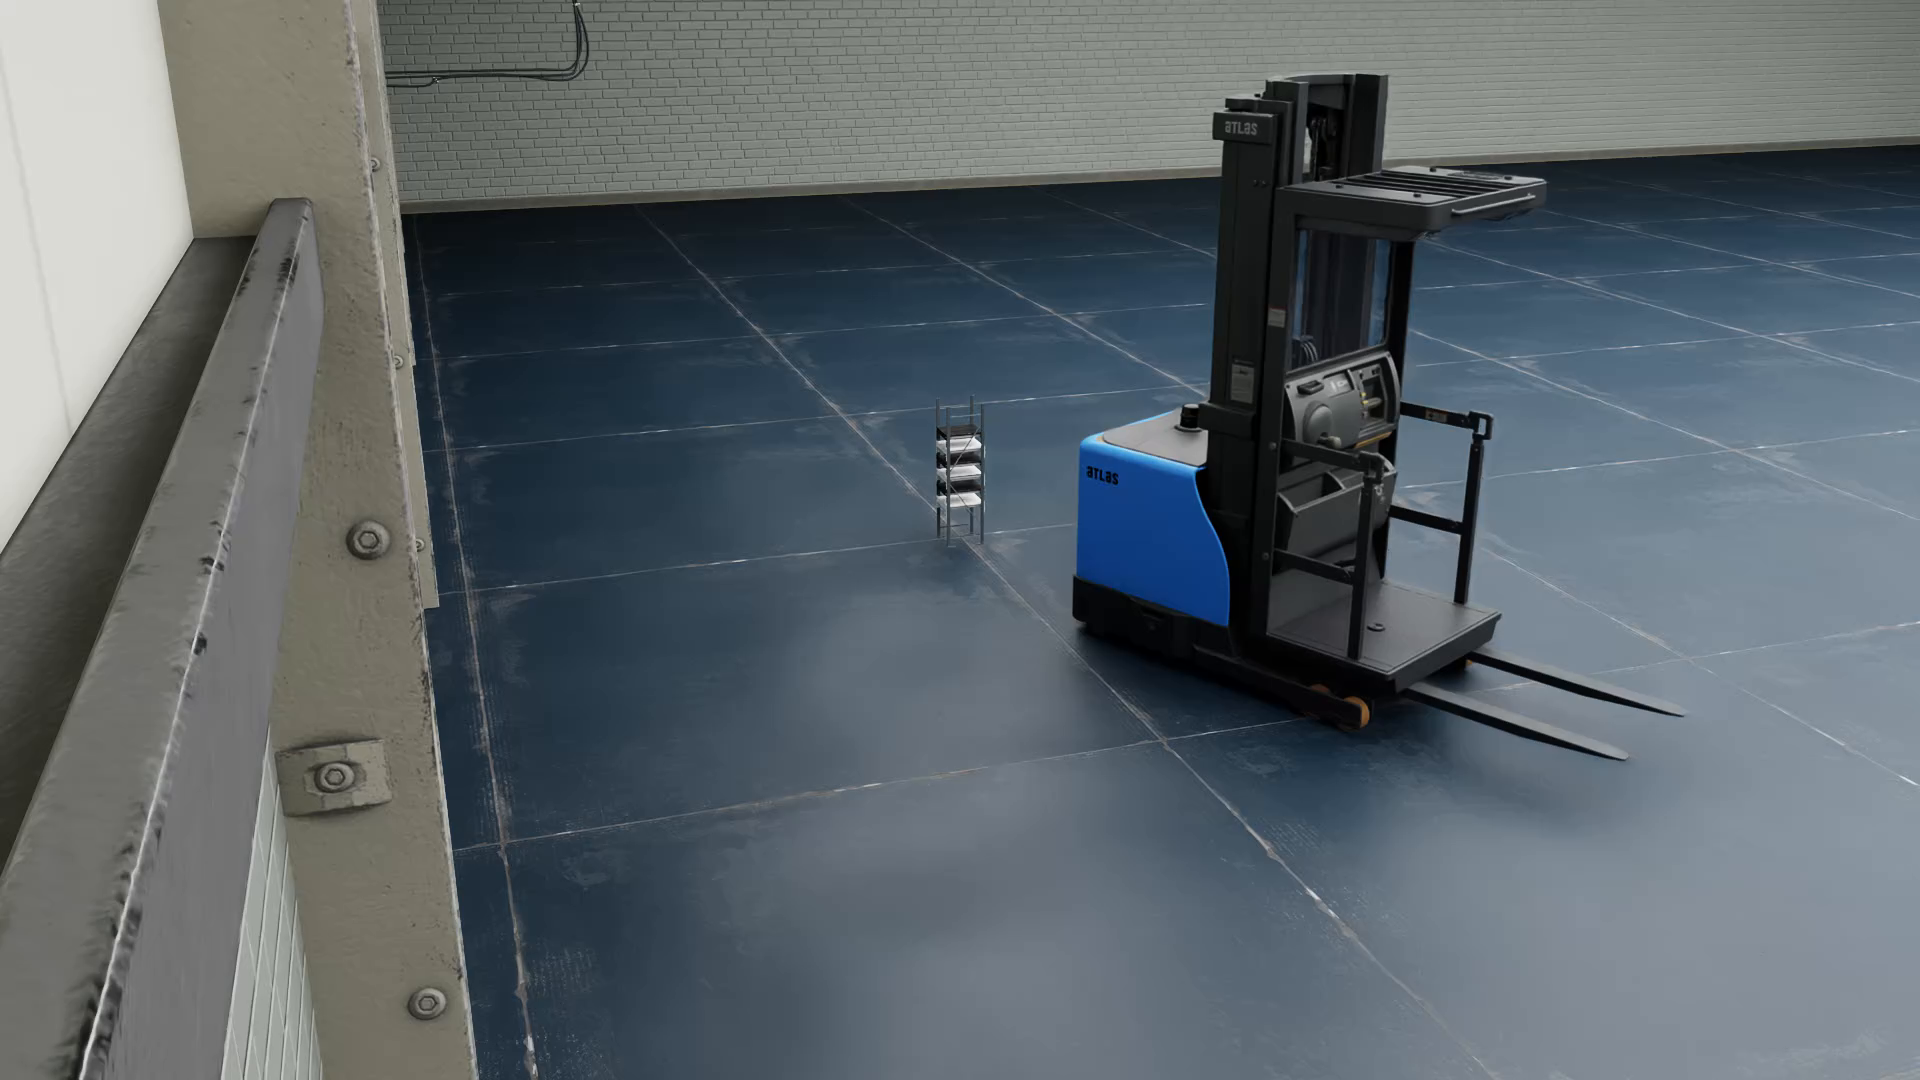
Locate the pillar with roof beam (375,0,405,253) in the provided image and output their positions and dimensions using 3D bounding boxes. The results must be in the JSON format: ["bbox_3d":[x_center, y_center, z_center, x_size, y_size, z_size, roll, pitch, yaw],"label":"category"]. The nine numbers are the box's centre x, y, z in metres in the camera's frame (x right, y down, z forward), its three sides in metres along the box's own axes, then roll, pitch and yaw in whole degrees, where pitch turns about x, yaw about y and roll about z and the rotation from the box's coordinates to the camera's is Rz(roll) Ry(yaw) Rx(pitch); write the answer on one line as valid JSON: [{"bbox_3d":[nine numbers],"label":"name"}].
[{"bbox_3d":[-2.828,-8.214,19.972,9.100,9.000,0.400,-6,21,-17],"label":"pillar with roof beam"}]

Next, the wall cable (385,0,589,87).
[{"bbox_3d":[-6.585,-7.381,22.247,3.097,2.526,0.112,-6,21,-17],"label":"wall cable"}]

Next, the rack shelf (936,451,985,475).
[{"bbox_3d":[0.003,-0.474,10.238,0.258,0.077,0.200,-6,21,-17],"label":"rack shelf"}]

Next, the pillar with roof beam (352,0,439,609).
[{"bbox_3d":[0.944,-4.363,9.251,9.100,9.000,0.400,-6,21,-17],"label":"pillar with roof beam"}]

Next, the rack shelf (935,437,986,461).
[{"bbox_3d":[0.003,-0.559,10.208,0.258,0.077,0.200,-6,21,-17],"label":"rack shelf"}]

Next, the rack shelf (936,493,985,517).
[{"bbox_3d":[0.003,-0.220,10.329,0.258,0.077,0.200,-6,21,-17],"label":"rack shelf"}]

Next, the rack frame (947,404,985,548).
[{"bbox_3d":[0.034,-0.388,10.166,0.240,0.900,0.006,-6,21,-17],"label":"rack frame"}]

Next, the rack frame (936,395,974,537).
[{"bbox_3d":[-0.029,-0.454,10.348,0.240,0.900,0.006,-6,21,-17],"label":"rack frame"}]

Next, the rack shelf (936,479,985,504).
[{"bbox_3d":[0.003,-0.305,10.299,0.258,0.077,0.200,-6,21,-17],"label":"rack shelf"}]

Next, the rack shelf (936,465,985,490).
[{"bbox_3d":[0.003,-0.390,10.268,0.258,0.077,0.200,-6,21,-17],"label":"rack shelf"}]

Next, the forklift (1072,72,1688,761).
[{"bbox_3d":[2.011,-0.666,7.936,3.031,2.935,1.130,19,27,42],"label":"forklift"}]

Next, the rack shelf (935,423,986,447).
[{"bbox_3d":[0.003,-0.644,10.177,0.258,0.077,0.200,-6,21,-17],"label":"rack shelf"}]

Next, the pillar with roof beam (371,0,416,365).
[{"bbox_3d":[-0.942,-6.288,14.612,9.100,9.000,0.400,-6,21,-17],"label":"pillar with roof beam"}]

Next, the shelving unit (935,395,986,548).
[{"bbox_3d":[0.003,-0.421,10.257,0.258,0.900,0.210,-6,21,-17],"label":"shelving unit"}]
